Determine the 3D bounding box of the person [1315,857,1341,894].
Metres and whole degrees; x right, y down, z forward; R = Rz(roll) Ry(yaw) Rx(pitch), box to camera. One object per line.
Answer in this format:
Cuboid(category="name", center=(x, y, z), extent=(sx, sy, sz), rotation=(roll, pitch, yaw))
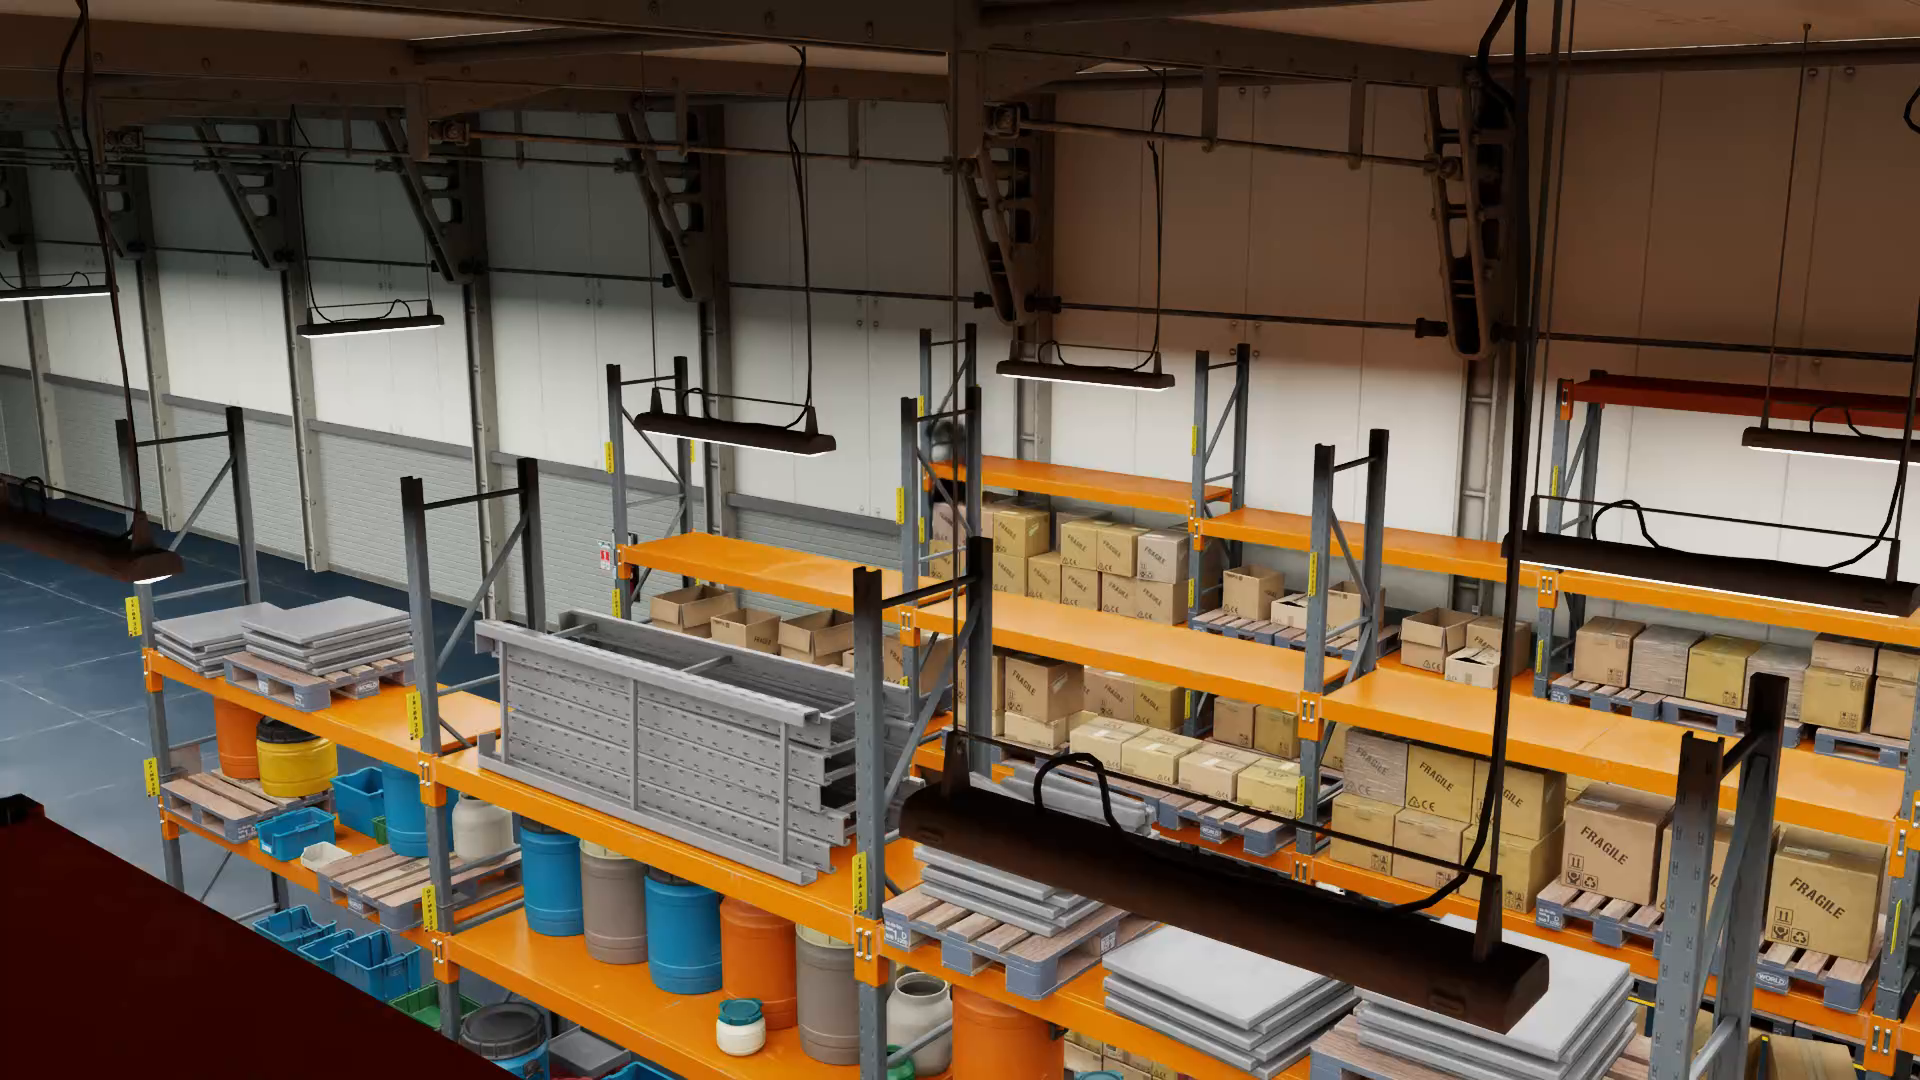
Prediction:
Cuboid(category="person", center=(3.206, 3.794, 15.485), extent=(0.813, 1.854, 0.642), rotation=(9, 16, 35))
